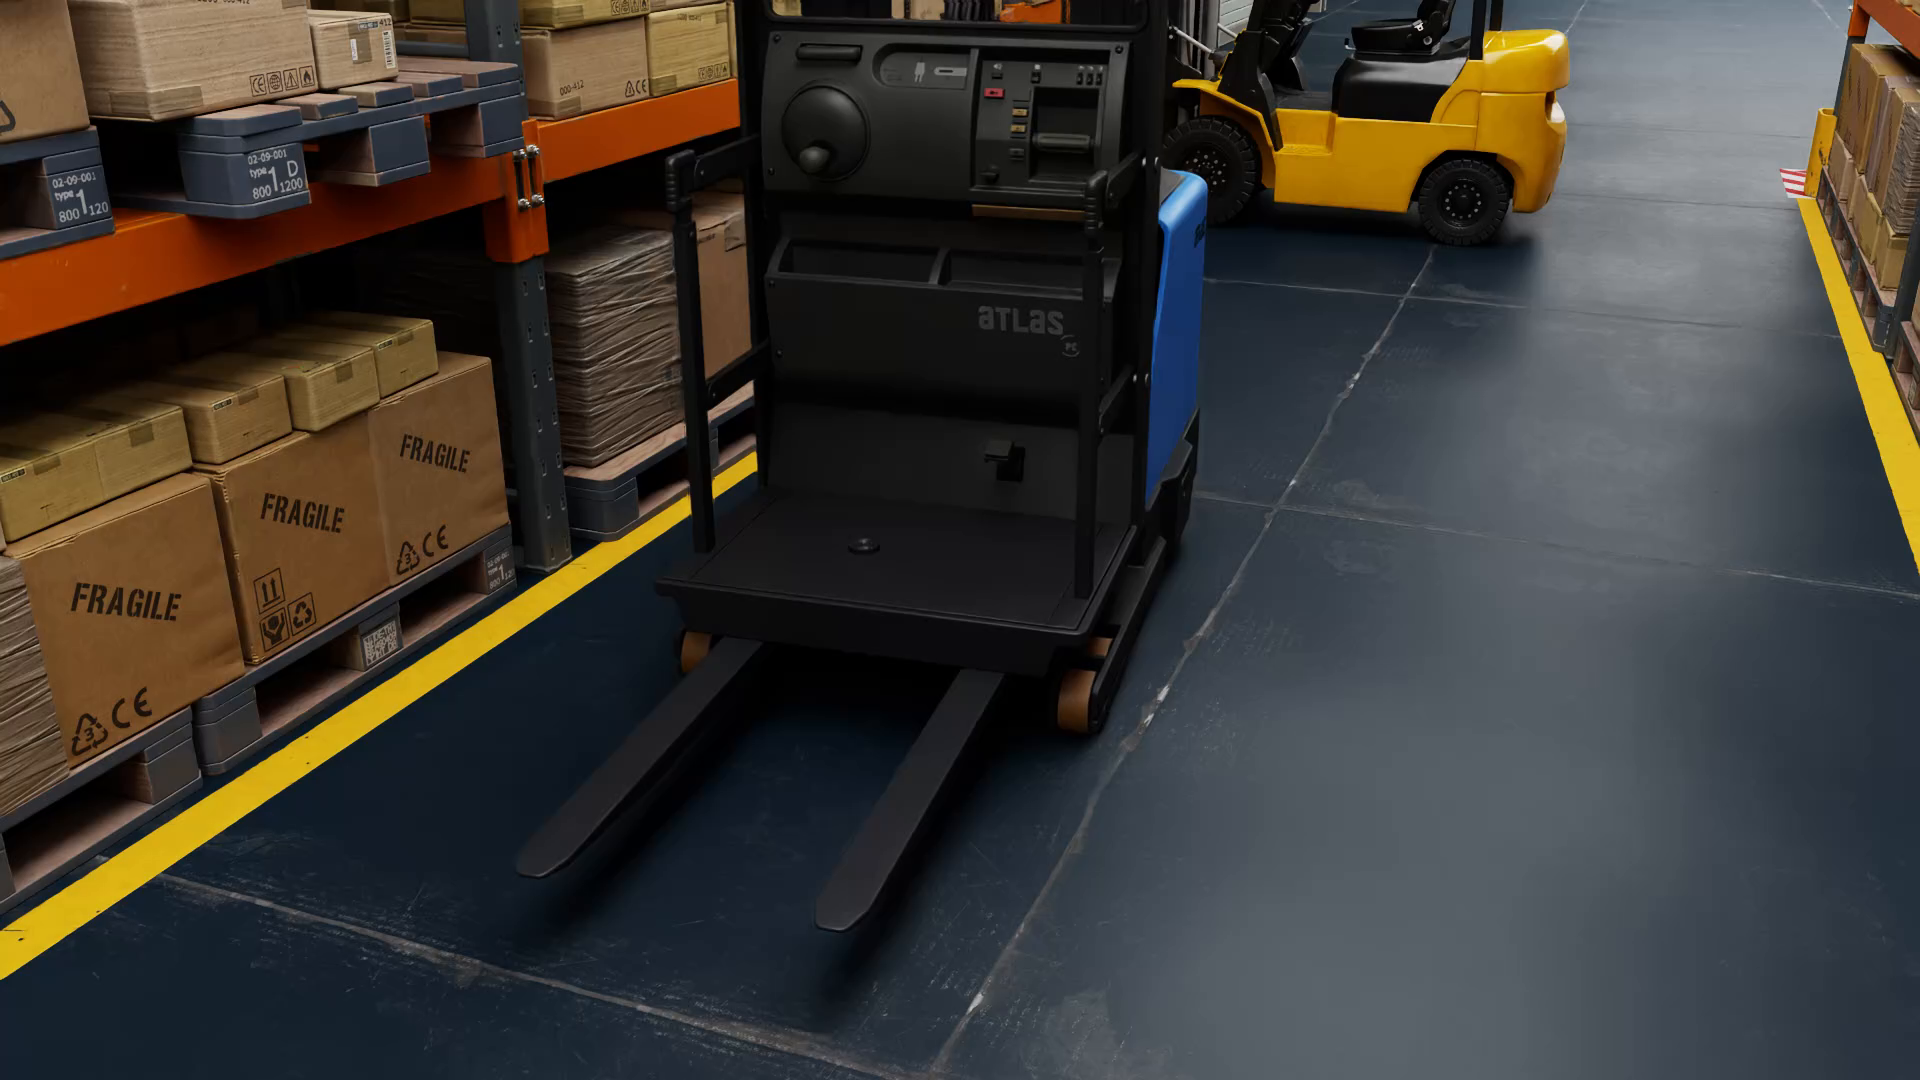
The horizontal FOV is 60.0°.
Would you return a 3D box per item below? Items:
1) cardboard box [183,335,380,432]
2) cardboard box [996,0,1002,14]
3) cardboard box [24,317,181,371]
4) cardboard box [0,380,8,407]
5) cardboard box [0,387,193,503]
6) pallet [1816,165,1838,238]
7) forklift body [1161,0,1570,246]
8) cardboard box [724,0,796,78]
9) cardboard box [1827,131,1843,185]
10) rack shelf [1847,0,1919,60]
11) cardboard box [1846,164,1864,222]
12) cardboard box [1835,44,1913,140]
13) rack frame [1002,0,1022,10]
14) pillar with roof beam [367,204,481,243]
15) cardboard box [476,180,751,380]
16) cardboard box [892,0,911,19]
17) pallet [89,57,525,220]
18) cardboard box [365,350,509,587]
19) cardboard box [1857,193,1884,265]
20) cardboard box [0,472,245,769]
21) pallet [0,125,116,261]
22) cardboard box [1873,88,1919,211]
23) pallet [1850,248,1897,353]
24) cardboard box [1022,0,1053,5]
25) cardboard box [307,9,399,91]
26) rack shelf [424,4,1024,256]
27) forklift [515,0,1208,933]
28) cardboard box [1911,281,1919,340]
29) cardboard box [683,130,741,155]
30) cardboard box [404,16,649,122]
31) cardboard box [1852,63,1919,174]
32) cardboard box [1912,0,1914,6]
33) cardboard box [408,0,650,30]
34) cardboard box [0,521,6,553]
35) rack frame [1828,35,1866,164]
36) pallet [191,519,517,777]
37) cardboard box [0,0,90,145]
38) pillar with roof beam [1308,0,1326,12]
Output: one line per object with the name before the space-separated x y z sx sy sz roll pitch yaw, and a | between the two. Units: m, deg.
cardboard box | -1.694 -0.395 4.161 0.380 0.149 0.250 7 24 17
cardboard box | -0.132 -2.515 7.574 0.500 0.250 0.500 9 24 21
cardboard box | -2.280 -0.477 4.357 0.380 0.149 0.250 10 25 22
cardboard box | -2.485 -0.293 3.916 0.380 0.149 0.250 8 24 18
cardboard box | -1.973 -0.219 3.740 0.380 0.149 0.250 10 24 22
pallet | 5.546 -1.925 9.584 1.003 0.211 1.213 9 24 20
forklift body | 2.288 -2.902 9.407 2.313 2.155 1.214 9 24 20
cardboard box | -0.905 -1.790 5.838 0.500 0.250 0.500 8 24 18
cardboard box | 5.352 -2.200 9.648 0.500 0.250 0.500 9 24 20
rack shelf | 5.166 -2.477 8.221 1.077 0.370 4.000 9 24 20
cardboard box | 4.964 -1.821 8.741 0.500 0.250 0.500 11 25 24
cardboard box | 5.344 -2.538 9.483 0.500 0.500 0.500 8 24 18
rack frame | -0.187 -2.802 8.067 1.000 3.000 0.127 9 24 20
pillar with roof beam | 1.971 -4.118 3.434 9.100 9.000 0.400 9 24 20
cardboard box | -1.193 -0.925 6.109 0.875 0.625 0.625 10 25 22
cardboard box | -0.526 -2.161 6.727 0.500 0.250 0.500 9 24 20
pallet | -1.860 -1.030 4.072 1.213 0.211 1.003 9 24 20
cardboard box | -1.631 -0.229 4.605 0.500 0.500 0.500 10 24 22
cardboard box | 4.581 -1.460 7.876 0.500 0.250 0.500 8 24 19
cardboard box | -2.018 0.136 3.730 0.500 0.500 0.500 10 25 22
pallet | -2.391 -0.585 3.009 1.003 0.211 1.213 9 24 20
cardboard box | 4.580 -1.796 7.708 0.500 0.500 0.500 9 24 21
pallet | 4.639 -1.051 7.493 1.003 0.211 1.213 9 24 20
cardboard box | 0.220 -2.970 8.338 0.500 0.500 0.500 8 24 19
cardboard box | -1.561 -1.159 3.913 0.380 0.149 0.250 9 24 21
rack shelf | -0.930 -1.754 6.492 1.077 0.370 4.000 9 24 20
forklift | -0.105 -1.040 3.936 1.130 2.935 3.031 6 24 15
cardboard box | 4.230 -0.886 6.344 0.950 0.372 0.625 9 24 21
cardboard box | -0.666 -1.435 7.330 0.875 0.625 0.625 9 24 20
cardboard box | -1.281 -1.425 4.965 0.500 0.250 0.500 9 24 20
cardboard box | 4.960 -2.171 8.607 0.500 0.500 0.500 9 24 21
cardboard box | 4.756 -2.587 7.877 0.380 0.149 0.250 8 24 19
cardboard box | -1.258 -1.652 4.860 0.500 0.250 0.500 9 24 20
cardboard box | -2.140 -0.027 3.279 0.380 0.149 0.250 8 24 18
rack frame | 5.908 -3.524 9.795 1.000 3.000 0.127 9 24 20
pallet | -1.986 0.178 4.550 1.003 0.211 1.213 9 24 20
cardboard box | -2.108 -1.001 3.077 0.797 0.503 0.637 8 24 19
pillar with roof beam | 8.657 -10.559 18.855 9.100 9.000 0.400 9 24 20
